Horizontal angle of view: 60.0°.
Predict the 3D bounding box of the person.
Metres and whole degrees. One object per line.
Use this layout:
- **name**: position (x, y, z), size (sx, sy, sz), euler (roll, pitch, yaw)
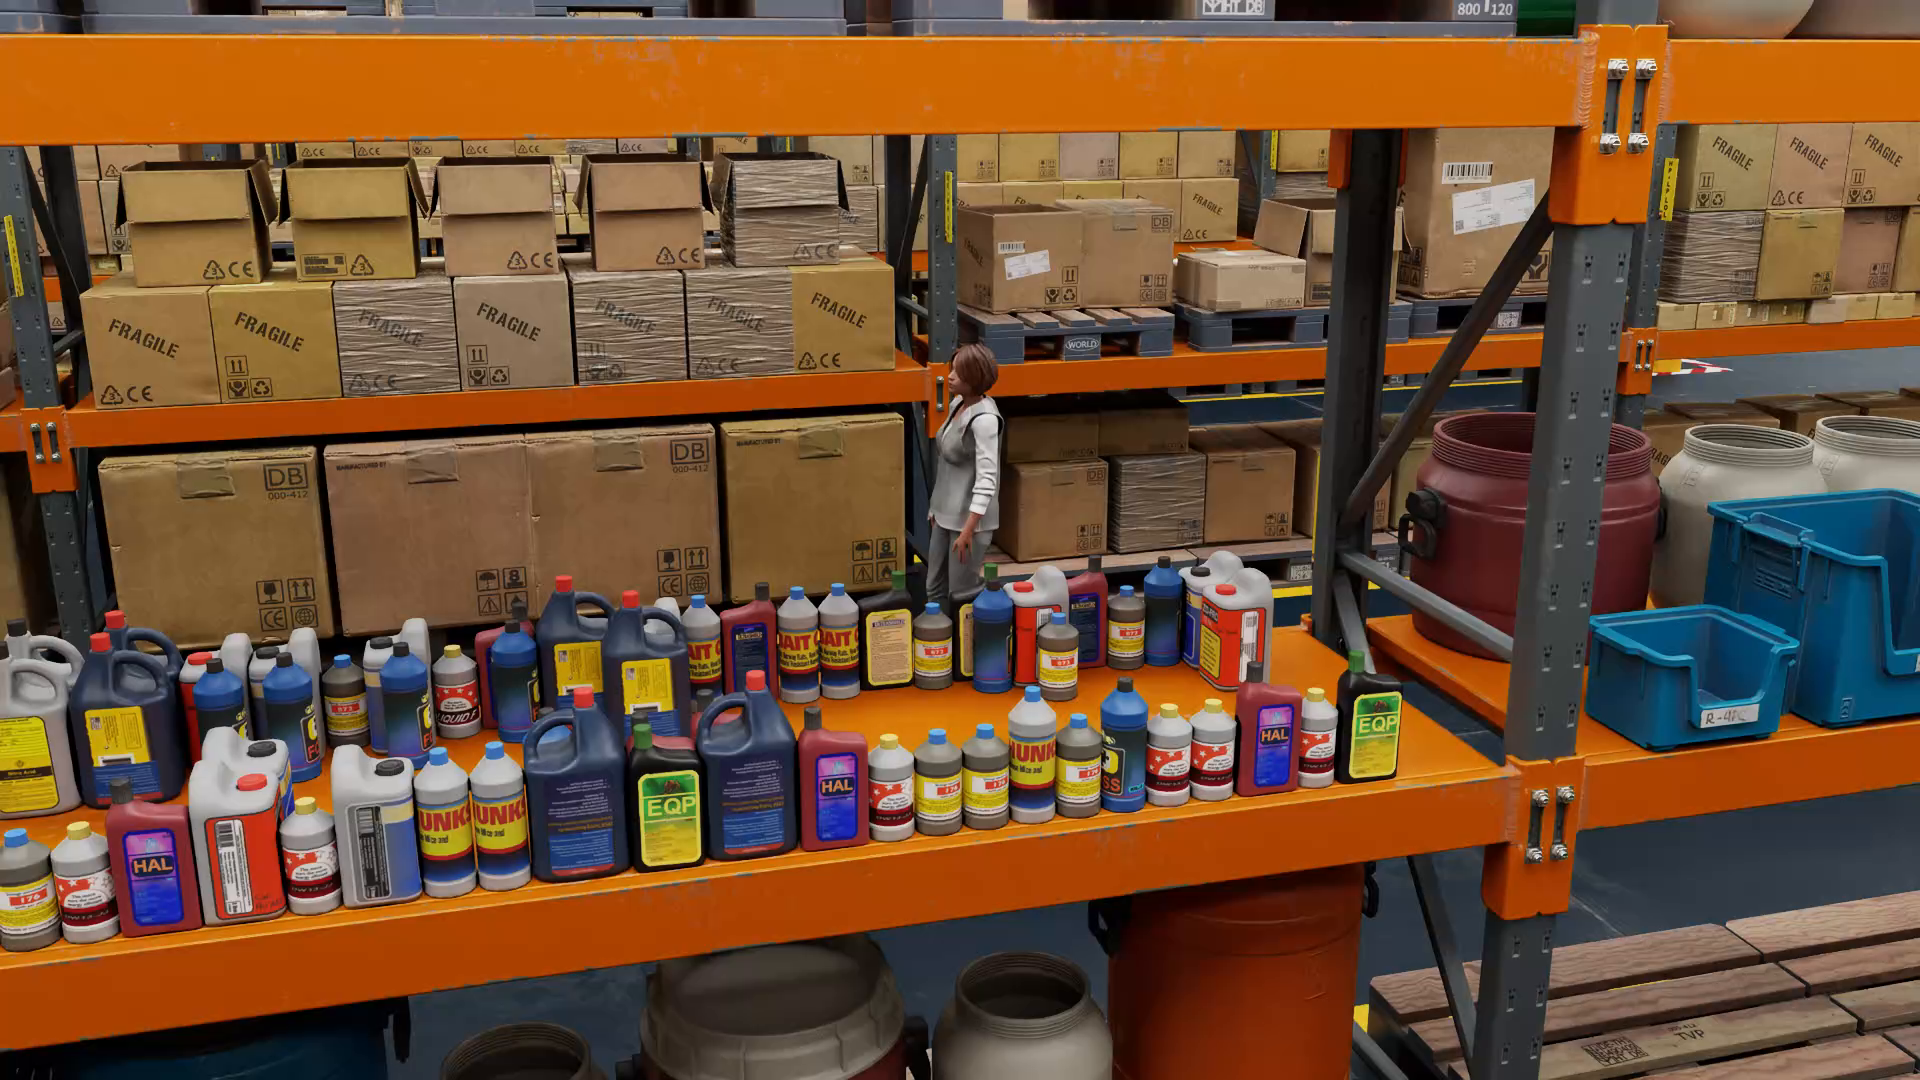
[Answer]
- **person**: position (-0.066, -0.059, 7.233), size (0.474, 1.591, 0.519), euler (-5, 17, -15)
